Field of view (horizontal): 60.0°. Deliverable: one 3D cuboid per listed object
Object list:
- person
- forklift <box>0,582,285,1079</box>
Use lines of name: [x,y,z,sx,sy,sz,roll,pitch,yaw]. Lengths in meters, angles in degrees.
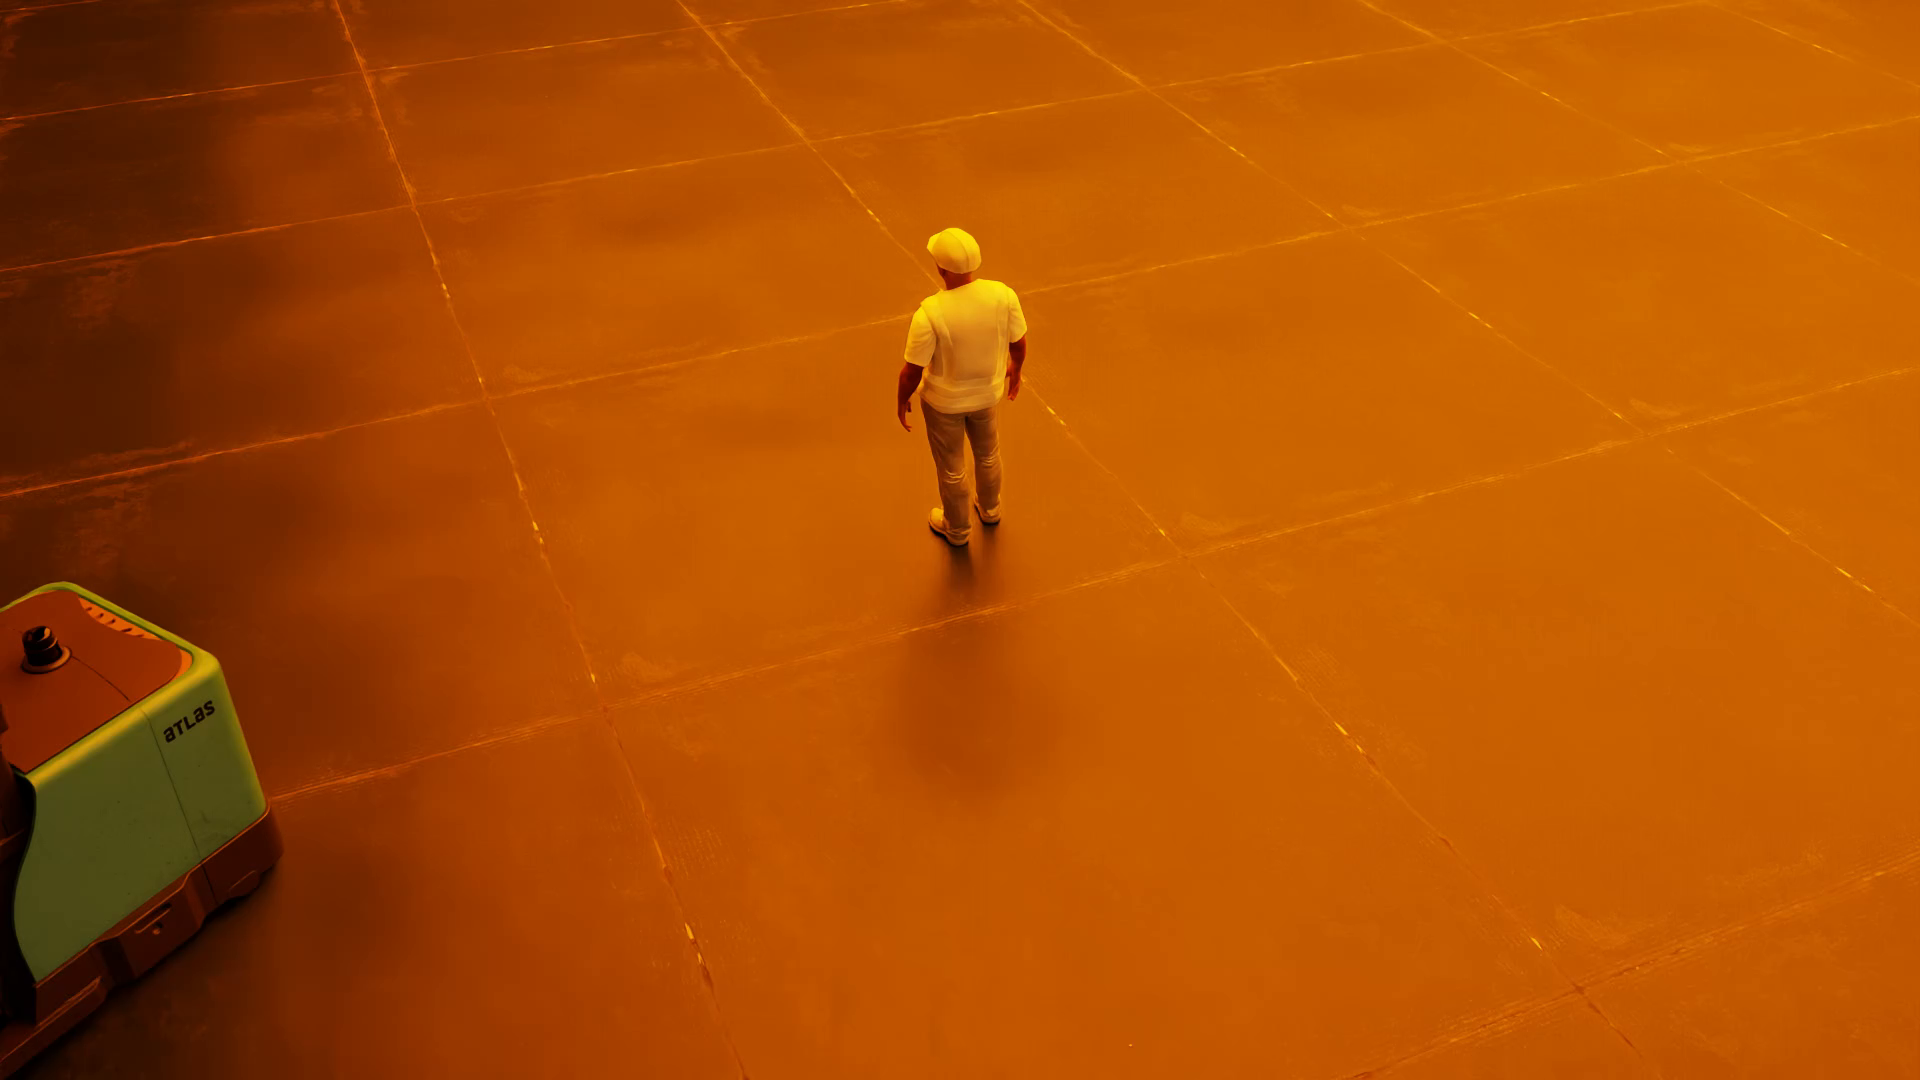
person: [-0.021,-0.764,8.166,0.665,1.765,0.577,-14,38,-19]
forklift: [-3.942,0.694,5.122,1.130,2.935,3.031,20,40,26]
